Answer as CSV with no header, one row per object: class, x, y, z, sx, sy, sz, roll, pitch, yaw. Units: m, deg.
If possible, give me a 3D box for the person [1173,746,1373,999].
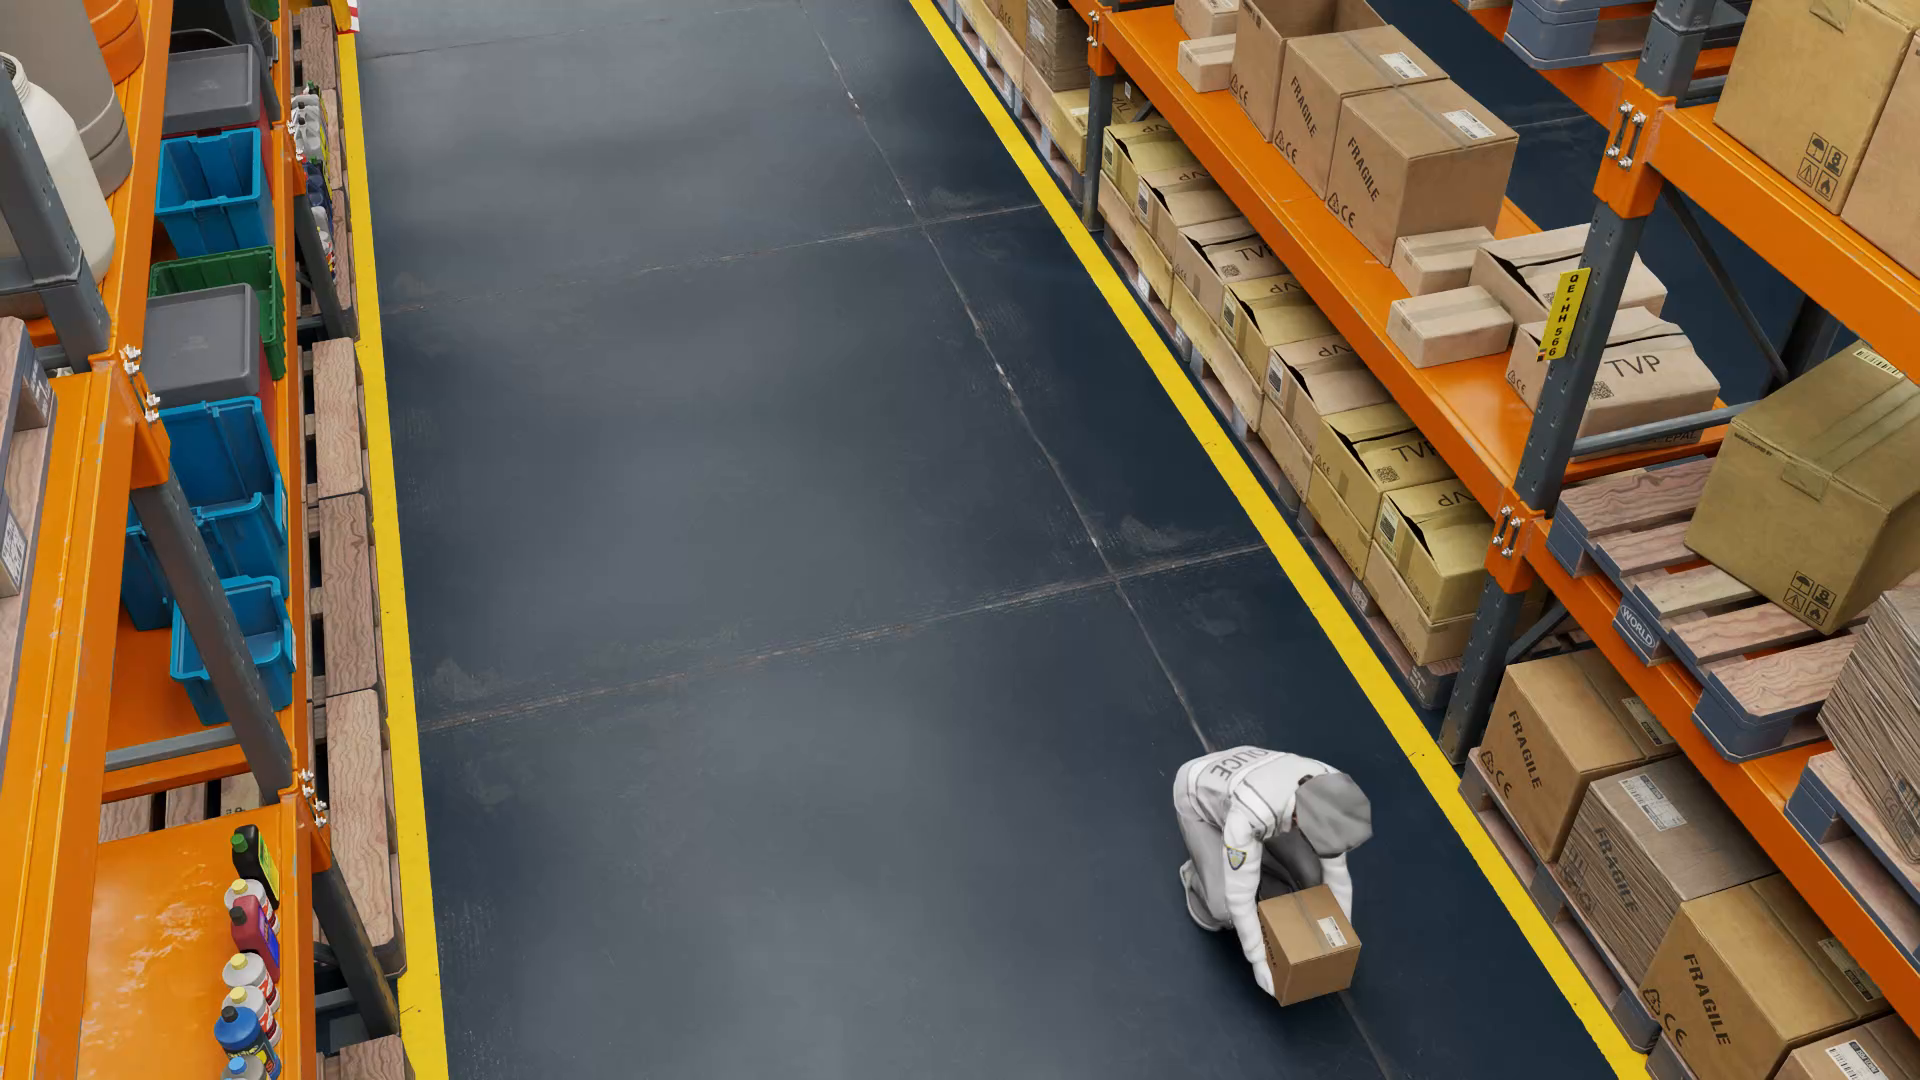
person,1.035,1.006,5.583,0.470,0.978,0.829,-13,44,-13
